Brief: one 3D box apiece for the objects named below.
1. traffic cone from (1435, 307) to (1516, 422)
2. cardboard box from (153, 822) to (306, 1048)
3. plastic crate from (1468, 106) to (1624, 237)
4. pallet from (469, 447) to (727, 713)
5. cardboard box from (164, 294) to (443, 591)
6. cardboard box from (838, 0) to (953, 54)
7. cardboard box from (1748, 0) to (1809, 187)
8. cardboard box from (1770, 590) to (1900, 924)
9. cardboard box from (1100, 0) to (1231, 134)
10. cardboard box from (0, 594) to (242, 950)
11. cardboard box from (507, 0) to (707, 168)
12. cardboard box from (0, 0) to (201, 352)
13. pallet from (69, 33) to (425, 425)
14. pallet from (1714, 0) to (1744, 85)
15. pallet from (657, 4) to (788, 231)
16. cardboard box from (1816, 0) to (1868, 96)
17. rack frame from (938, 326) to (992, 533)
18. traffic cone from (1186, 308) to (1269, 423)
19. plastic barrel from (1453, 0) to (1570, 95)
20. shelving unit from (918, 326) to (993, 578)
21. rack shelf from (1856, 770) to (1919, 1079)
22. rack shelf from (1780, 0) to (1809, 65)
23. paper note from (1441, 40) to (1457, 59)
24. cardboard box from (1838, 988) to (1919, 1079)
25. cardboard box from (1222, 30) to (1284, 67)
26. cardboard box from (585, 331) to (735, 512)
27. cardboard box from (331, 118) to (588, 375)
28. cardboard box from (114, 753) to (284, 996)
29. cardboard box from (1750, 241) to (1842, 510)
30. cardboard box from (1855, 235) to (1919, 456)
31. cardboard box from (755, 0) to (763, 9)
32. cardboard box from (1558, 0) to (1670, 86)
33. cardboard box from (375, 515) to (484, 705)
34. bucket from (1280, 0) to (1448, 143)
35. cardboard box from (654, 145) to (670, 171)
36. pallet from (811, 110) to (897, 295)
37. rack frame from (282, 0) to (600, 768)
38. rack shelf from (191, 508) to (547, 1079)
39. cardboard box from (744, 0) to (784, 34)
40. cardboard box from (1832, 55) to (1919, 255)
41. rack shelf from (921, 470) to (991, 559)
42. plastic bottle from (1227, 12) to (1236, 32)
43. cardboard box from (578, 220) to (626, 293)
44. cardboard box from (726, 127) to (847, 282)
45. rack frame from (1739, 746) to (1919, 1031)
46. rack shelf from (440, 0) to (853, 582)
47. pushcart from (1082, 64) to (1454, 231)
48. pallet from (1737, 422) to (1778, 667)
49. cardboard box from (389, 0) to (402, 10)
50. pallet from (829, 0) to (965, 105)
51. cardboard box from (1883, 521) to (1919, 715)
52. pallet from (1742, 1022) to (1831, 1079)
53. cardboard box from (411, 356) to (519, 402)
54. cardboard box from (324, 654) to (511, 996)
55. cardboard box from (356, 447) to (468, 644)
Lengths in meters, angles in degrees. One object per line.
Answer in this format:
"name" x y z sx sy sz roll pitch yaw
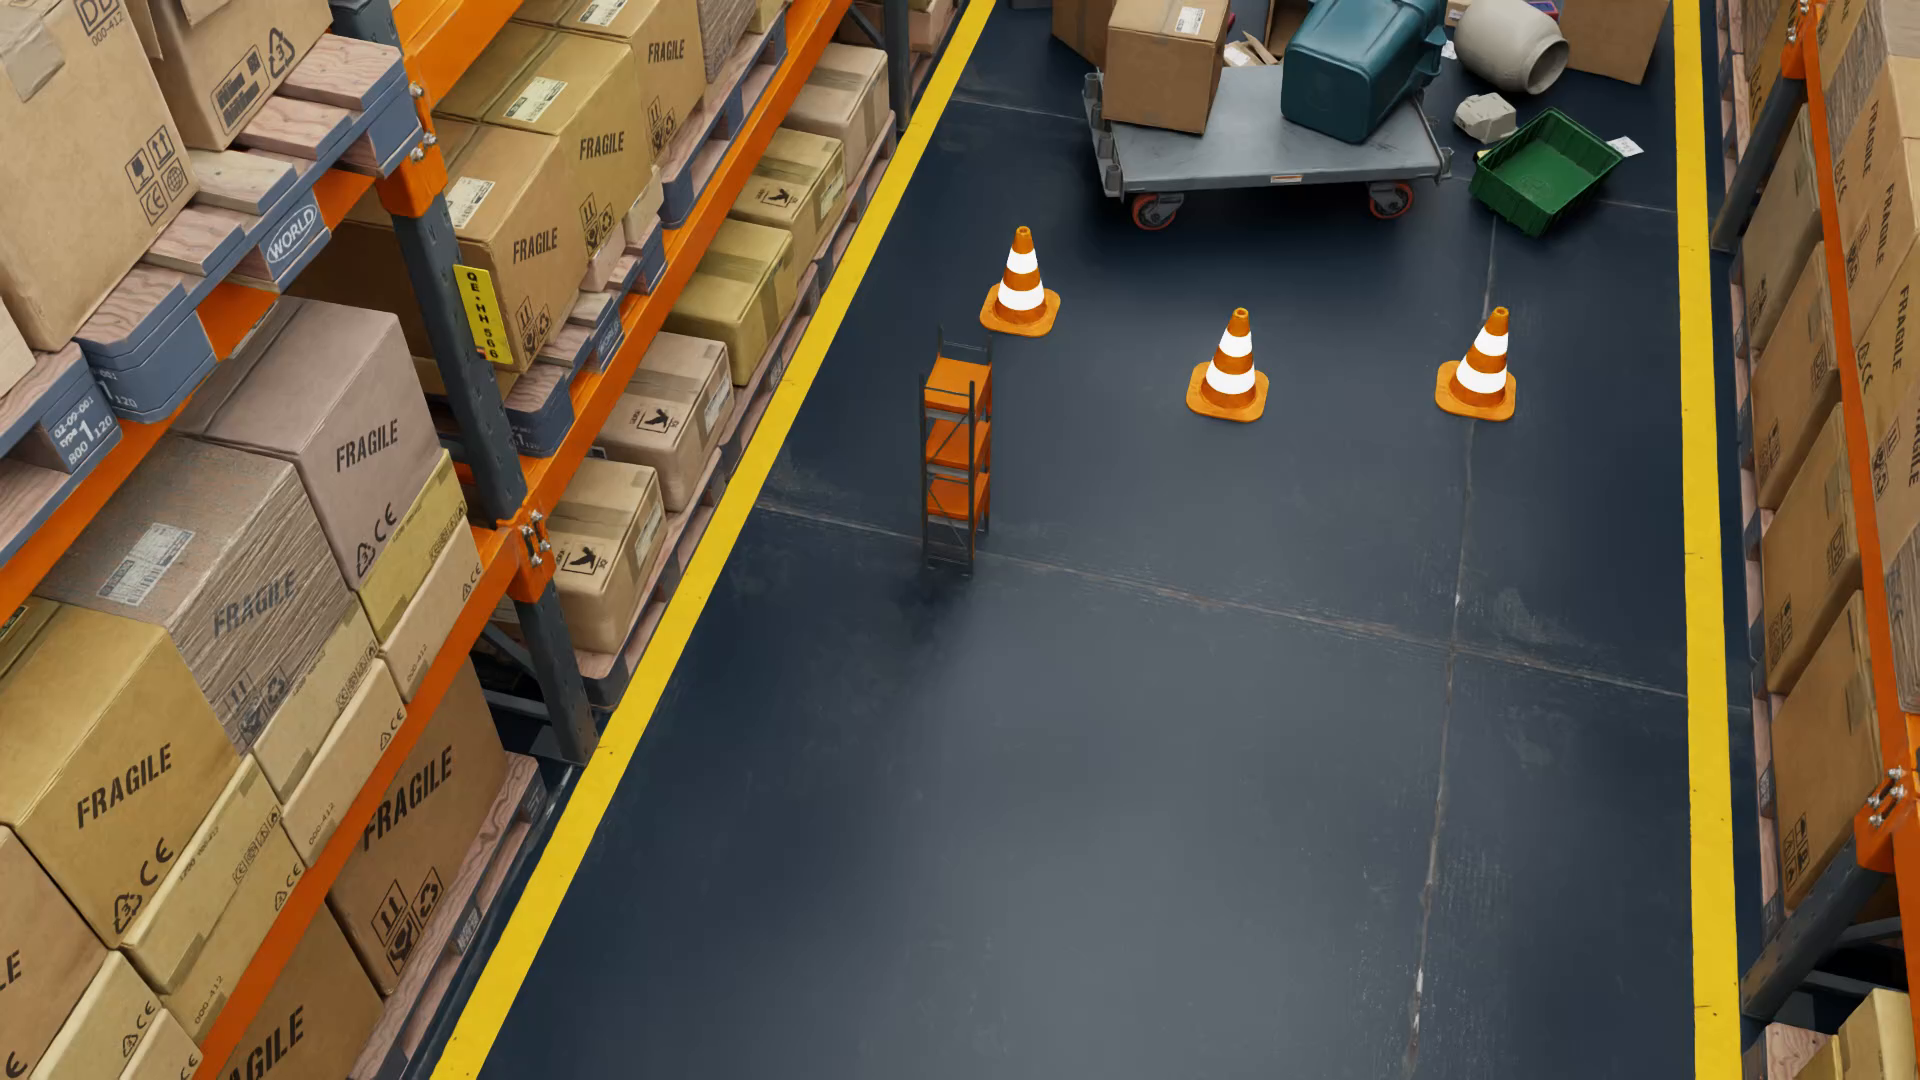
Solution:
"traffic cone" 2.243 -0.798 7.064 0.336 0.463 0.334 12 50 10
"cardboard box" -1.953 0.880 3.991 0.500 0.250 0.500 11 50 10
"plastic crate" 2.834 -1.782 8.078 0.662 0.188 0.450 -37 68 -28
"pallet" -1.596 0.038 6.495 1.003 0.211 1.213 12 50 10
"cardboard box" -1.686 -0.258 4.163 0.500 0.500 0.500 10 49 9
"cardboard box" -0.334 -2.816 8.707 0.500 0.250 0.500 10 49 8
"cardboard box" 4.285 -2.186 7.735 0.875 0.875 0.875 12 50 11
"cardboard box" 3.247 0.767 5.212 1.050 0.750 0.750 11 49 10
"cardboard box" 0.975 -2.307 7.866 0.500 0.500 0.500 12 50 10
"cardboard box" -1.951 0.472 3.518 0.500 0.500 0.500 12 50 10
"cardboard box" -1.197 -1.634 5.565 0.500 0.500 0.500 12 50 11
"cardboard box" -1.880 -0.731 2.966 0.700 0.500 0.500 9 49 8
"pallet" -1.921 -0.774 3.476 1.213 0.211 1.003 14 50 12
"pallet" 4.647 -2.807 9.005 1.003 0.211 1.213 12 50 10
"pallet" -1.321 -1.696 6.293 1.003 0.211 1.213 12 50 10
"cardboard box" 3.654 -2.015 6.380 0.500 0.500 0.500 12 50 10
"rack frame" 0.018 -0.397 6.319 0.200 1.050 0.008 12 50 10
"traffic cone" 1.163 -0.793 7.060 0.336 0.463 0.334 12 50 10
"plastic barrel" 2.871 -2.580 8.664 0.421 0.421 0.512 -27 54 -22
"shelving unit" -0.014 -0.309 6.241 0.215 1.050 0.252 12 50 10
"rack shelf" 2.473 2.269 3.146 1.077 0.370 4.000 12 50 10
"rack shelf" 4.579 -3.518 8.253 1.077 0.370 4.000 12 50 10
"paper note" 2.644 -2.668 9.008 0.172 0.023 0.155 28 54 22
"cardboard box" 2.584 1.475 4.253 0.500 0.250 0.500 10 49 8
"cardboard box" 1.535 -2.474 8.675 0.258 0.266 0.396 -19 51 -16
"cardboard box" -1.458 -0.531 6.610 0.950 0.372 0.625 11 49 9
"cardboard box" -1.461 -0.870 4.891 0.500 0.500 0.500 10 49 9
"cardboard box" -1.931 0.711 3.808 0.500 0.250 0.500 10 49 9
"cardboard box" 3.718 -0.540 6.365 1.050 0.750 0.750 12 50 10
"cardboard box" 3.123 -0.550 5.087 0.500 0.500 0.500 11 49 9
"cardboard box" -0.921 -2.373 6.218 0.500 0.500 0.500 13 50 11
"cardboard box" 3.471 -2.808 8.812 0.500 0.500 0.500 19 51 16
"cardboard box" -1.685 0.147 4.639 0.500 0.250 0.500 10 49 9
"bucket" 1.864 -2.283 7.852 0.726 0.611 0.620 28 64 22
"cardboard box" -1.234 -1.345 5.743 0.380 0.149 0.250 14 50 12
"pallet" -0.953 -1.727 8.052 1.003 0.211 1.213 12 50 10
"rack frame" -1.803 -0.320 4.951 1.000 3.000 0.127 12 50 10
"rack shelf" -2.329 1.365 3.943 1.077 0.370 4.000 12 50 10
"cardboard box" -0.901 -2.107 6.415 0.380 0.149 0.250 12 50 10
"cardboard box" 3.388 -1.289 5.739 0.500 0.500 0.500 11 50 10
"rack shelf" -0.014 -0.118 6.457 0.215 0.259 0.240 12 50 10
"plastic bottle" 1.399 -2.804 9.103 0.133 0.061 0.283 19 51 16
"cardboard box" -1.314 -0.961 5.404 0.380 0.149 0.250 9 49 8
"cardboard box" -1.071 -1.582 7.537 0.950 0.372 0.625 14 50 12
"rack frame" 2.999 0.584 4.153 1.000 3.000 0.127 12 50 10
"rack shelf" -1.276 -1.528 6.497 1.077 0.370 4.000 12 50 10
"pushcart" 1.463 -1.932 8.122 1.648 0.377 0.936 -4 49 -3
"pallet" 3.603 0.072 6.465 1.003 0.211 1.213 12 50 10
"cardboard box" -1.556 -1.424 4.092 0.380 0.149 0.250 12 50 10
"pallet" -0.607 -2.783 8.984 1.003 0.211 1.213 12 50 10
"cardboard box" 2.859 0.172 4.450 0.500 0.500 0.500 12 50 10
"pallet" 2.792 2.072 4.700 1.003 0.211 1.213 12 50 10
"cardboard box" -1.538 -0.574 5.062 0.380 0.149 0.250 9 49 8
"cardboard box" -2.065 0.727 5.163 0.875 0.875 0.875 11 50 10
"cardboard box" -1.685 -0.035 4.466 0.500 0.250 0.500 11 50 10
